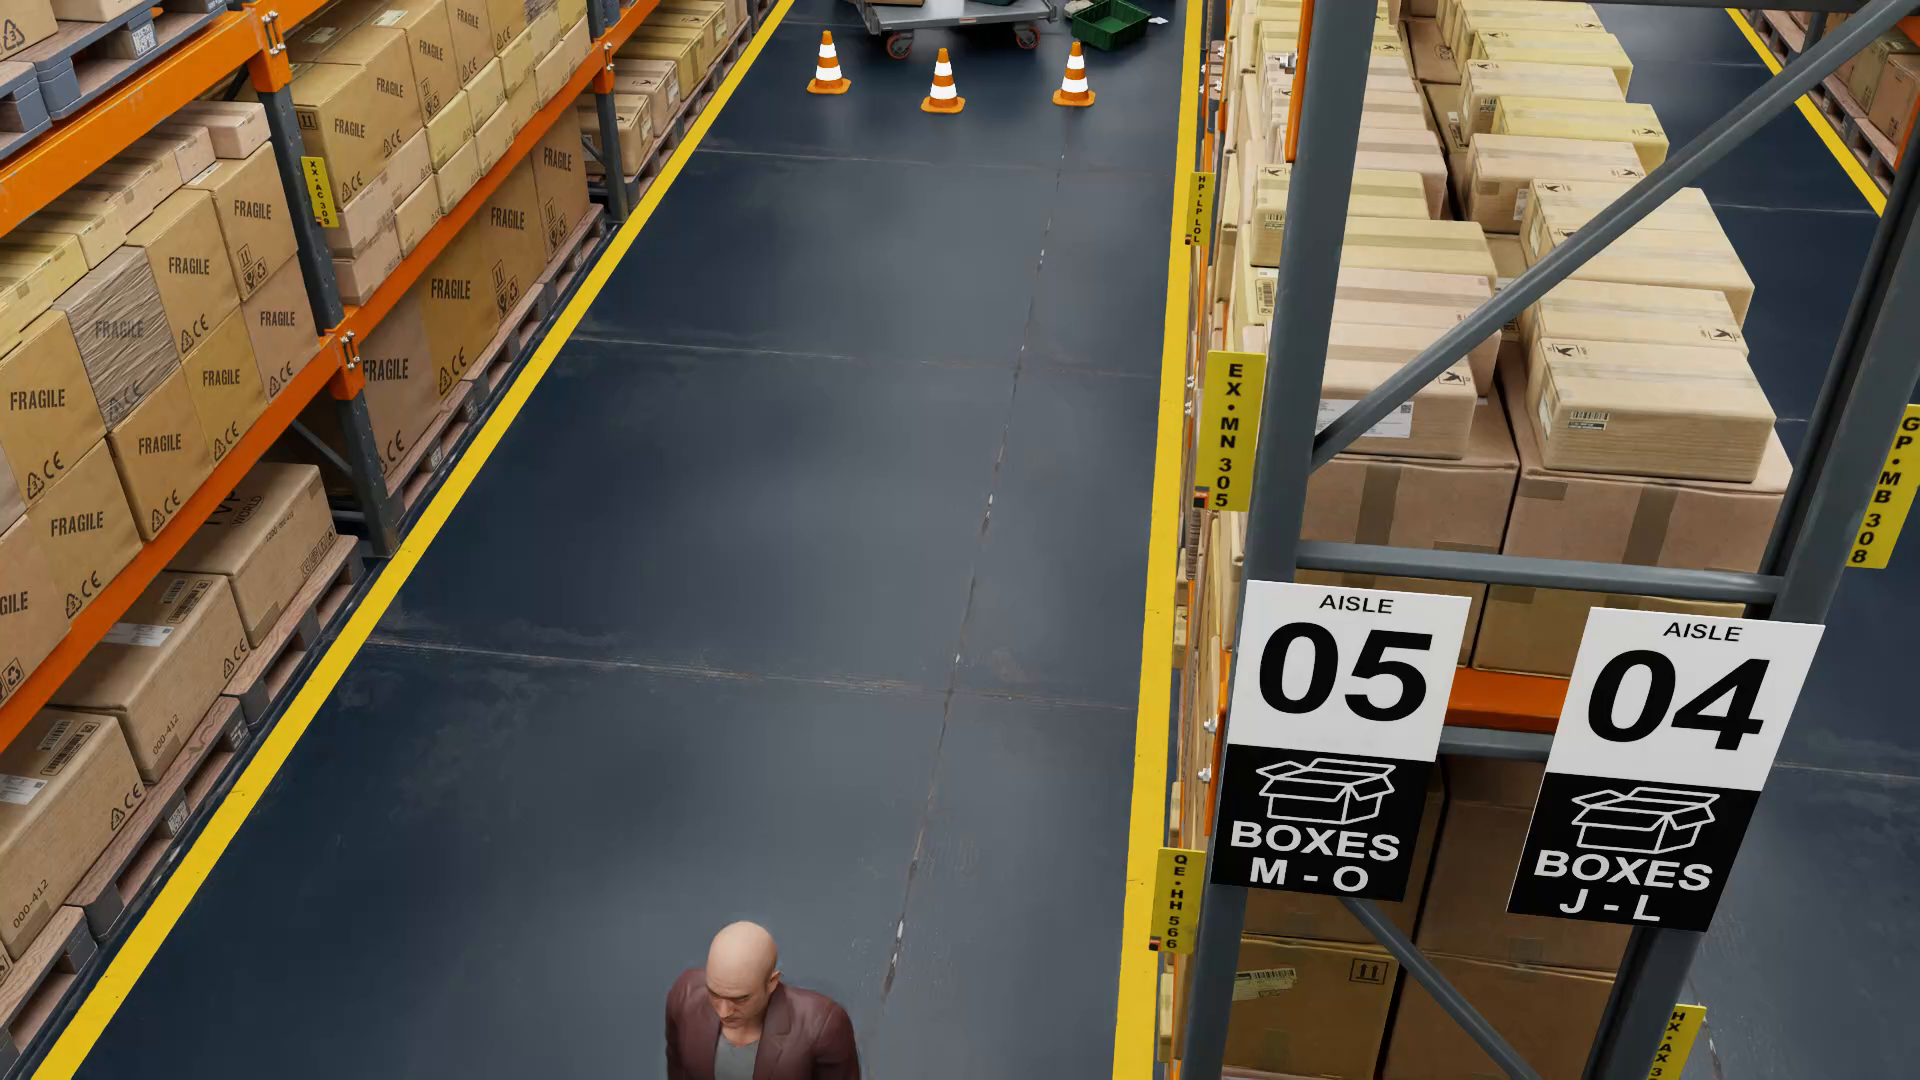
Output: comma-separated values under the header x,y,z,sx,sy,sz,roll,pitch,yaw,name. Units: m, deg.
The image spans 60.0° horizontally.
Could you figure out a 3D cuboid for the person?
x,y,z,sx,sy,sz,roll,pitch,yaw,name
-0.529,1.682,4.666,0.622,1.774,0.628,10,37,14,person
